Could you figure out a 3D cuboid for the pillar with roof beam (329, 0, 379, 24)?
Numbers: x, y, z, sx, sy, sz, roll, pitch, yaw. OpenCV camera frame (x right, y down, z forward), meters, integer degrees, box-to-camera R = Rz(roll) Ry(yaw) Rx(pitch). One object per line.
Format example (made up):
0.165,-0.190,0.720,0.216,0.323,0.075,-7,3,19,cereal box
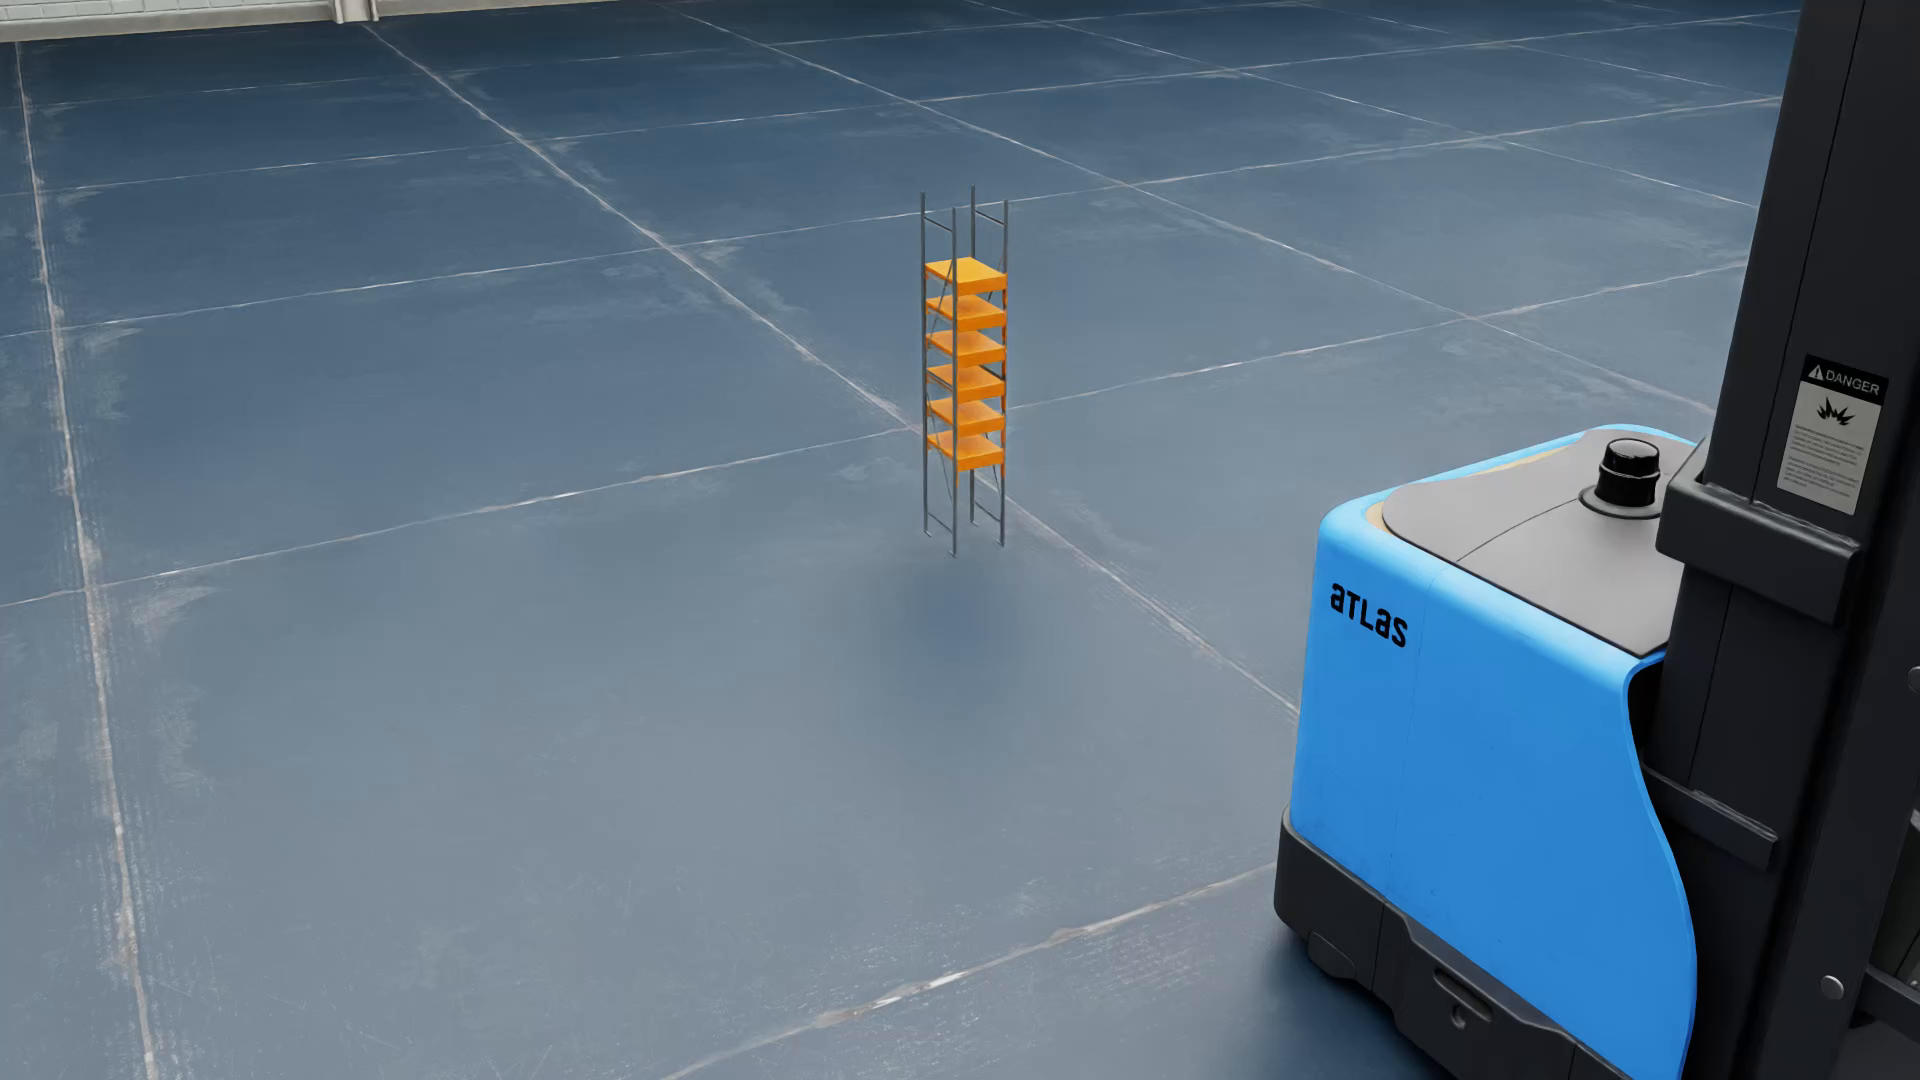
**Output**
-3.966,-7.568,11.115,0.400,9.000,9.100,-13,29,-25,pillar with roof beam

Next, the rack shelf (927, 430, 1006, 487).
0.013,-0.287,5.620,0.180,0.103,0.258,-13,29,-25,rack shelf

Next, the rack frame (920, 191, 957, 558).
-0.068,-0.525,5.458,0.006,1.200,0.240,-13,29,-25,rack frame

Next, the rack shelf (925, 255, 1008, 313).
0.013,-0.828,5.360,0.180,0.103,0.258,-13,29,-25,rack shelf

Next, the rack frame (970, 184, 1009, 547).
0.094,-0.562,5.535,0.006,1.200,0.240,-13,29,-25,rack frame

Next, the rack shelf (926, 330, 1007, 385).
0.013,-0.612,5.464,0.180,0.103,0.258,-13,29,-25,rack shelf

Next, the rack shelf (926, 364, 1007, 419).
0.013,-0.504,5.516,0.180,0.103,0.258,-13,29,-25,rack shelf

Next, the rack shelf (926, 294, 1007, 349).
0.013,-0.720,5.412,0.180,0.103,0.258,-13,29,-25,rack shelf

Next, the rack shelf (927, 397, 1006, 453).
0.013,-0.396,5.568,0.180,0.103,0.258,-13,29,-25,rack shelf

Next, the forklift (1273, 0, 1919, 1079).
1.930,0.010,2.344,1.130,2.935,3.031,-15,30,-29,forklift

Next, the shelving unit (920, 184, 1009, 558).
0.013,-0.544,5.496,0.189,1.200,0.258,-13,29,-25,shelving unit
